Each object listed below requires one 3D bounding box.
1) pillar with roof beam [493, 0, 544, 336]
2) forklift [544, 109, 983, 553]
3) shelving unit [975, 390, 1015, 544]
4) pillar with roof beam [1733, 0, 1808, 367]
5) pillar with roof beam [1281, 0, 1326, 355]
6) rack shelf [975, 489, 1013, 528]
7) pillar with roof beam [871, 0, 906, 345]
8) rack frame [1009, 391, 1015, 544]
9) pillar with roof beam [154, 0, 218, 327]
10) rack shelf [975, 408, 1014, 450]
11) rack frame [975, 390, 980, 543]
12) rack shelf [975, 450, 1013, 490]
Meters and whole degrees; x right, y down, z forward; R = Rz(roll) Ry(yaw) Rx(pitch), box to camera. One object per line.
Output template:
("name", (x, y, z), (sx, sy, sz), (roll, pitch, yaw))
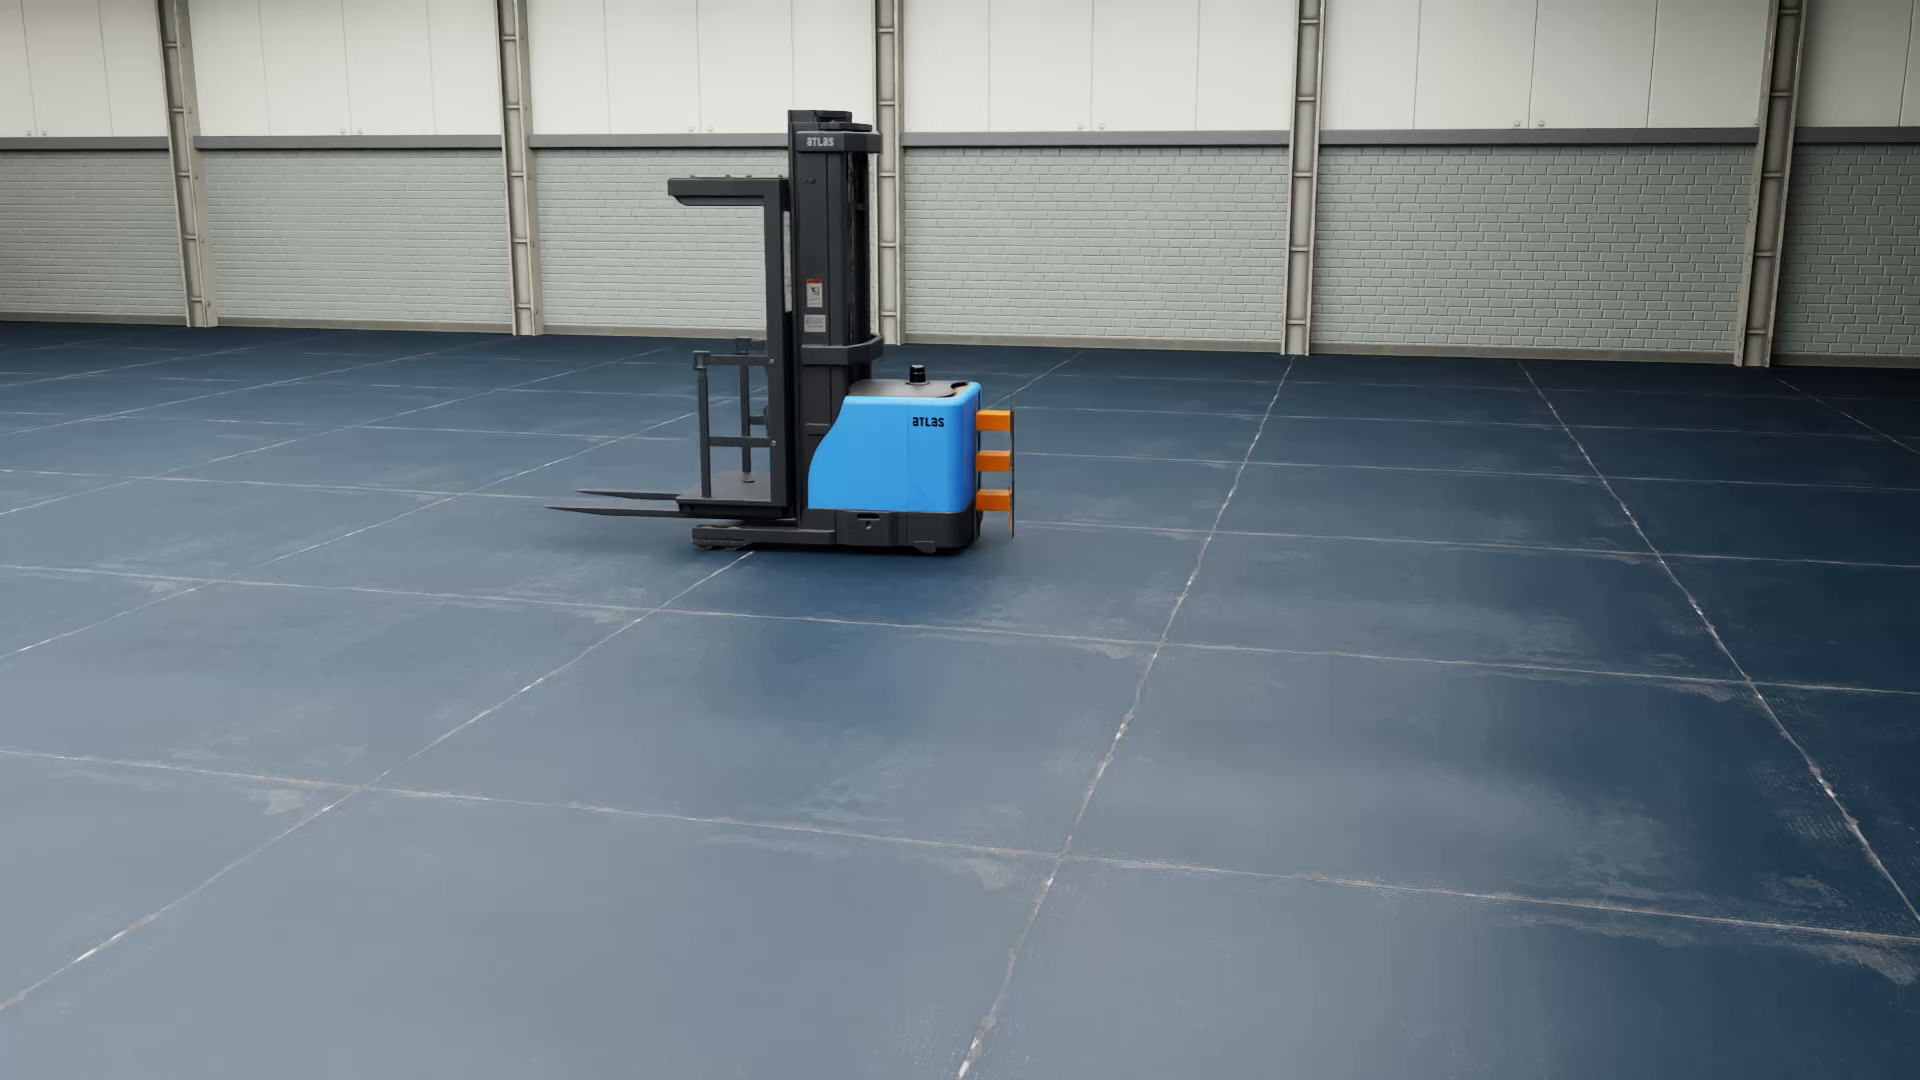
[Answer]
("pillar with roof beam", (-7.905, -6.763, 21.440), (0.400, 9.000, 9.100), (3, 13, 14))
("forklift", (-1.396, -1.468, 11.582), (3.031, 2.935, 1.130), (2, 13, 9))
("shelving unit", (0.241, -0.507, 11.594), (0.252, 1.050, 0.215), (2, 13, 9))
("pillar with roof beam", (9.571, -5.829, 17.230), (0.400, 9.000, 9.100), (3, 13, 14))
("pillar with roof beam", (3.746, -6.140, 18.633), (0.400, 9.000, 9.100), (3, 13, 14))
("rack shelf", (0.241, -0.225, 11.657), (0.240, 0.259, 0.215), (2, 13, 9))
("pillar with roof beam", (-2.079, -6.451, 20.036), (0.400, 9.000, 9.100), (3, 13, 14))
("rack frame", (0.362, -0.503, 11.576), (0.008, 1.050, 0.200), (2, 13, 9))
("pillar with roof beam", (-13.730, -7.074, 22.843), (0.400, 9.000, 9.100), (3, 13, 14))
("rack shelf", (0.241, -0.773, 11.535), (0.240, 0.259, 0.215), (2, 13, 9))
("rack frame", (0.121, -0.511, 11.613), (0.008, 1.050, 0.200), (2, 13, 9))
("rack shelf", (0.241, -0.496, 11.596), (0.240, 0.259, 0.215), (2, 13, 9))
